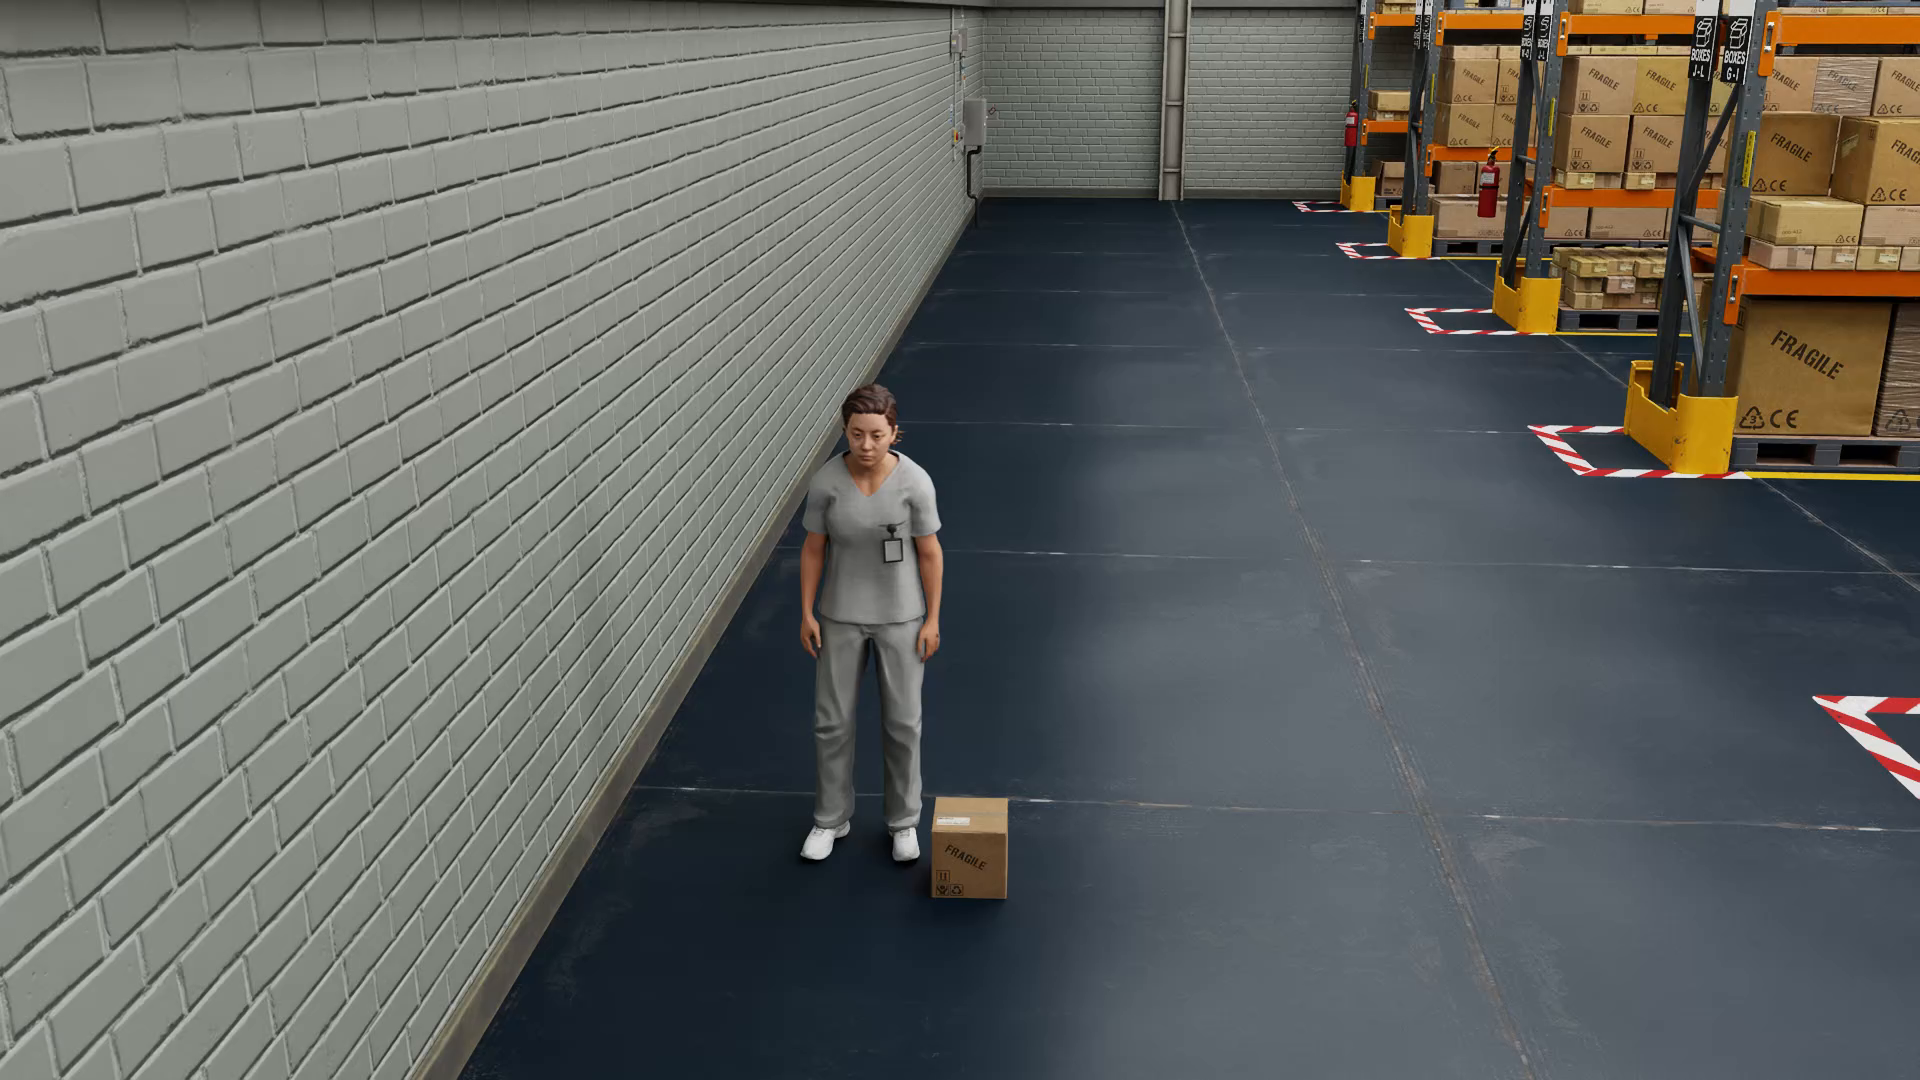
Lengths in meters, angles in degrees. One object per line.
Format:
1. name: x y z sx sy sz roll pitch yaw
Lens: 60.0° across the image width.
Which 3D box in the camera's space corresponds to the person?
1. person: -0.303 0.299 5.667 0.488 1.636 0.355 1 18 4
